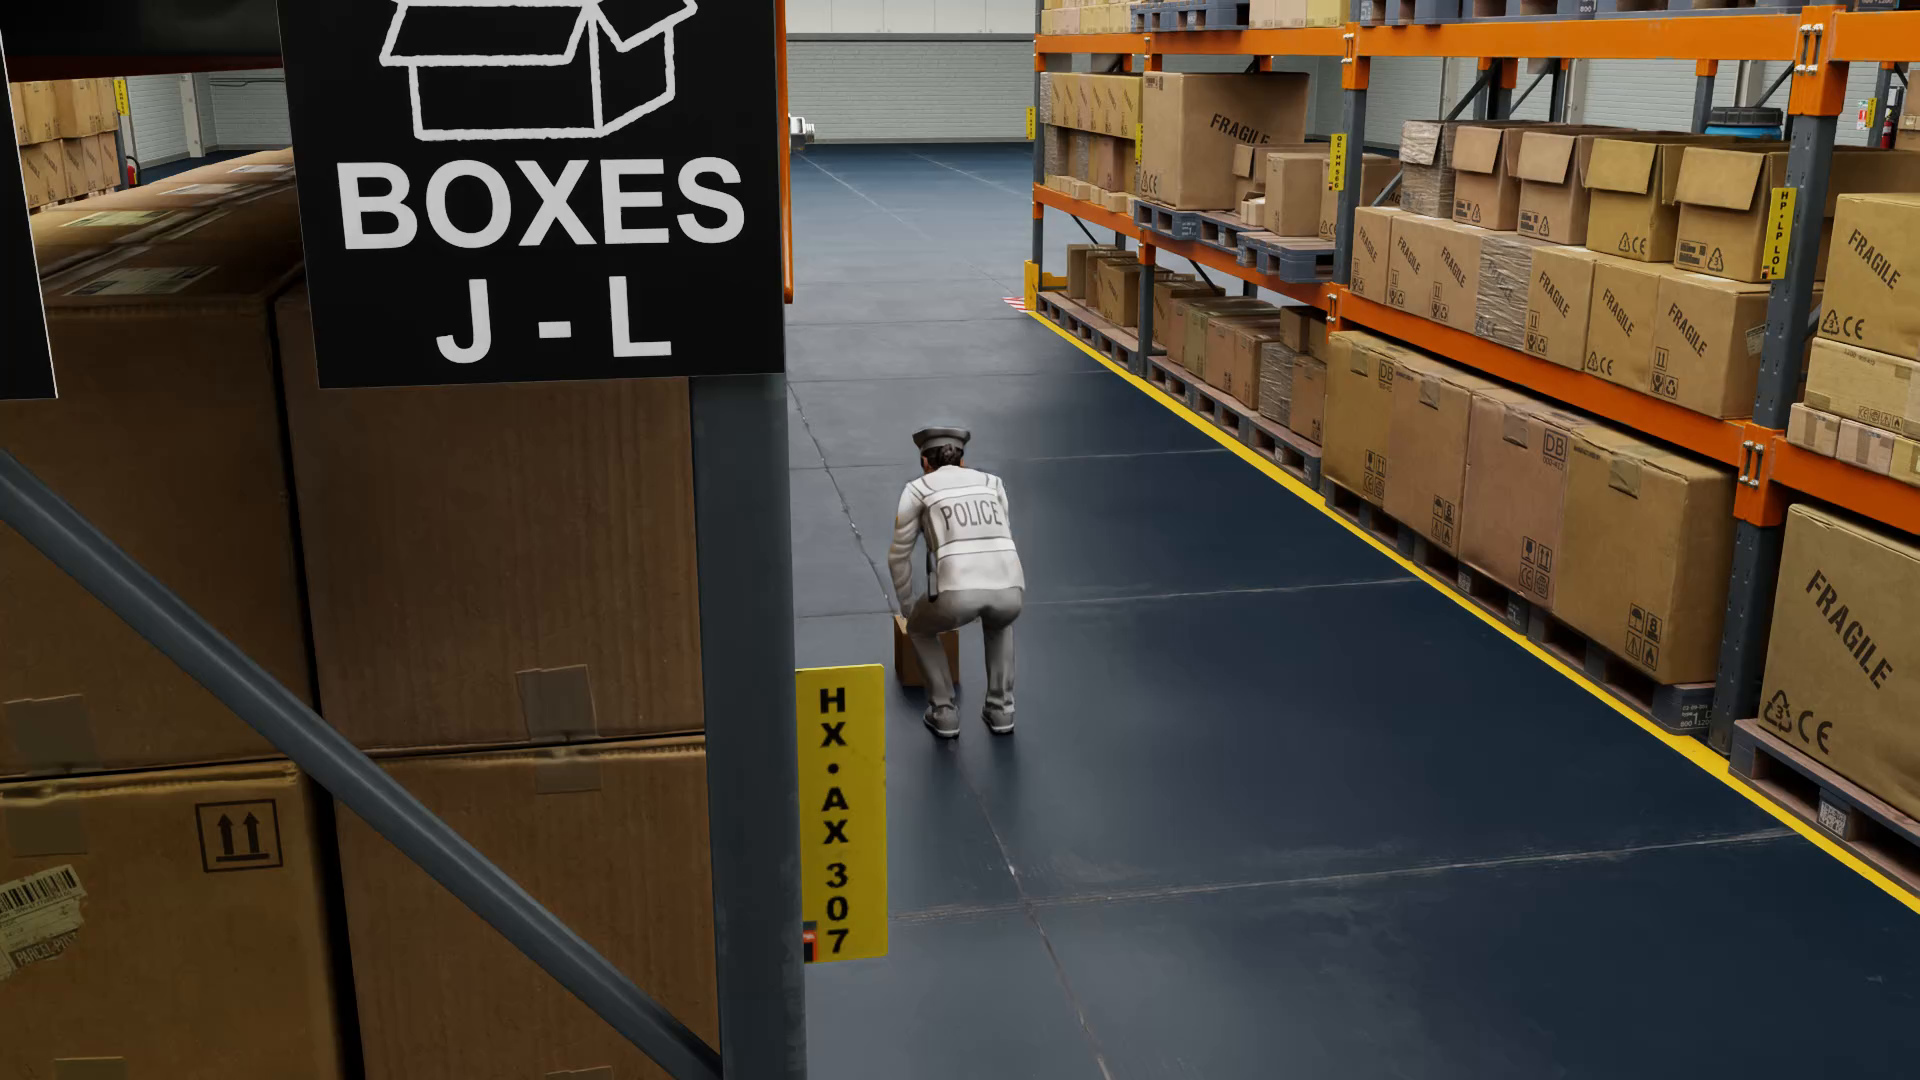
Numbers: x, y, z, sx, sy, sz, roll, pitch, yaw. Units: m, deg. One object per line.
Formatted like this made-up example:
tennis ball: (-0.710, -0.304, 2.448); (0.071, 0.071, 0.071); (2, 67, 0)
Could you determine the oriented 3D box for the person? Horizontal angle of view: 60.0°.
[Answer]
person: (-0.018, 0.169, 6.783); (0.525, 1.207, 0.787); (-3, 17, -11)
